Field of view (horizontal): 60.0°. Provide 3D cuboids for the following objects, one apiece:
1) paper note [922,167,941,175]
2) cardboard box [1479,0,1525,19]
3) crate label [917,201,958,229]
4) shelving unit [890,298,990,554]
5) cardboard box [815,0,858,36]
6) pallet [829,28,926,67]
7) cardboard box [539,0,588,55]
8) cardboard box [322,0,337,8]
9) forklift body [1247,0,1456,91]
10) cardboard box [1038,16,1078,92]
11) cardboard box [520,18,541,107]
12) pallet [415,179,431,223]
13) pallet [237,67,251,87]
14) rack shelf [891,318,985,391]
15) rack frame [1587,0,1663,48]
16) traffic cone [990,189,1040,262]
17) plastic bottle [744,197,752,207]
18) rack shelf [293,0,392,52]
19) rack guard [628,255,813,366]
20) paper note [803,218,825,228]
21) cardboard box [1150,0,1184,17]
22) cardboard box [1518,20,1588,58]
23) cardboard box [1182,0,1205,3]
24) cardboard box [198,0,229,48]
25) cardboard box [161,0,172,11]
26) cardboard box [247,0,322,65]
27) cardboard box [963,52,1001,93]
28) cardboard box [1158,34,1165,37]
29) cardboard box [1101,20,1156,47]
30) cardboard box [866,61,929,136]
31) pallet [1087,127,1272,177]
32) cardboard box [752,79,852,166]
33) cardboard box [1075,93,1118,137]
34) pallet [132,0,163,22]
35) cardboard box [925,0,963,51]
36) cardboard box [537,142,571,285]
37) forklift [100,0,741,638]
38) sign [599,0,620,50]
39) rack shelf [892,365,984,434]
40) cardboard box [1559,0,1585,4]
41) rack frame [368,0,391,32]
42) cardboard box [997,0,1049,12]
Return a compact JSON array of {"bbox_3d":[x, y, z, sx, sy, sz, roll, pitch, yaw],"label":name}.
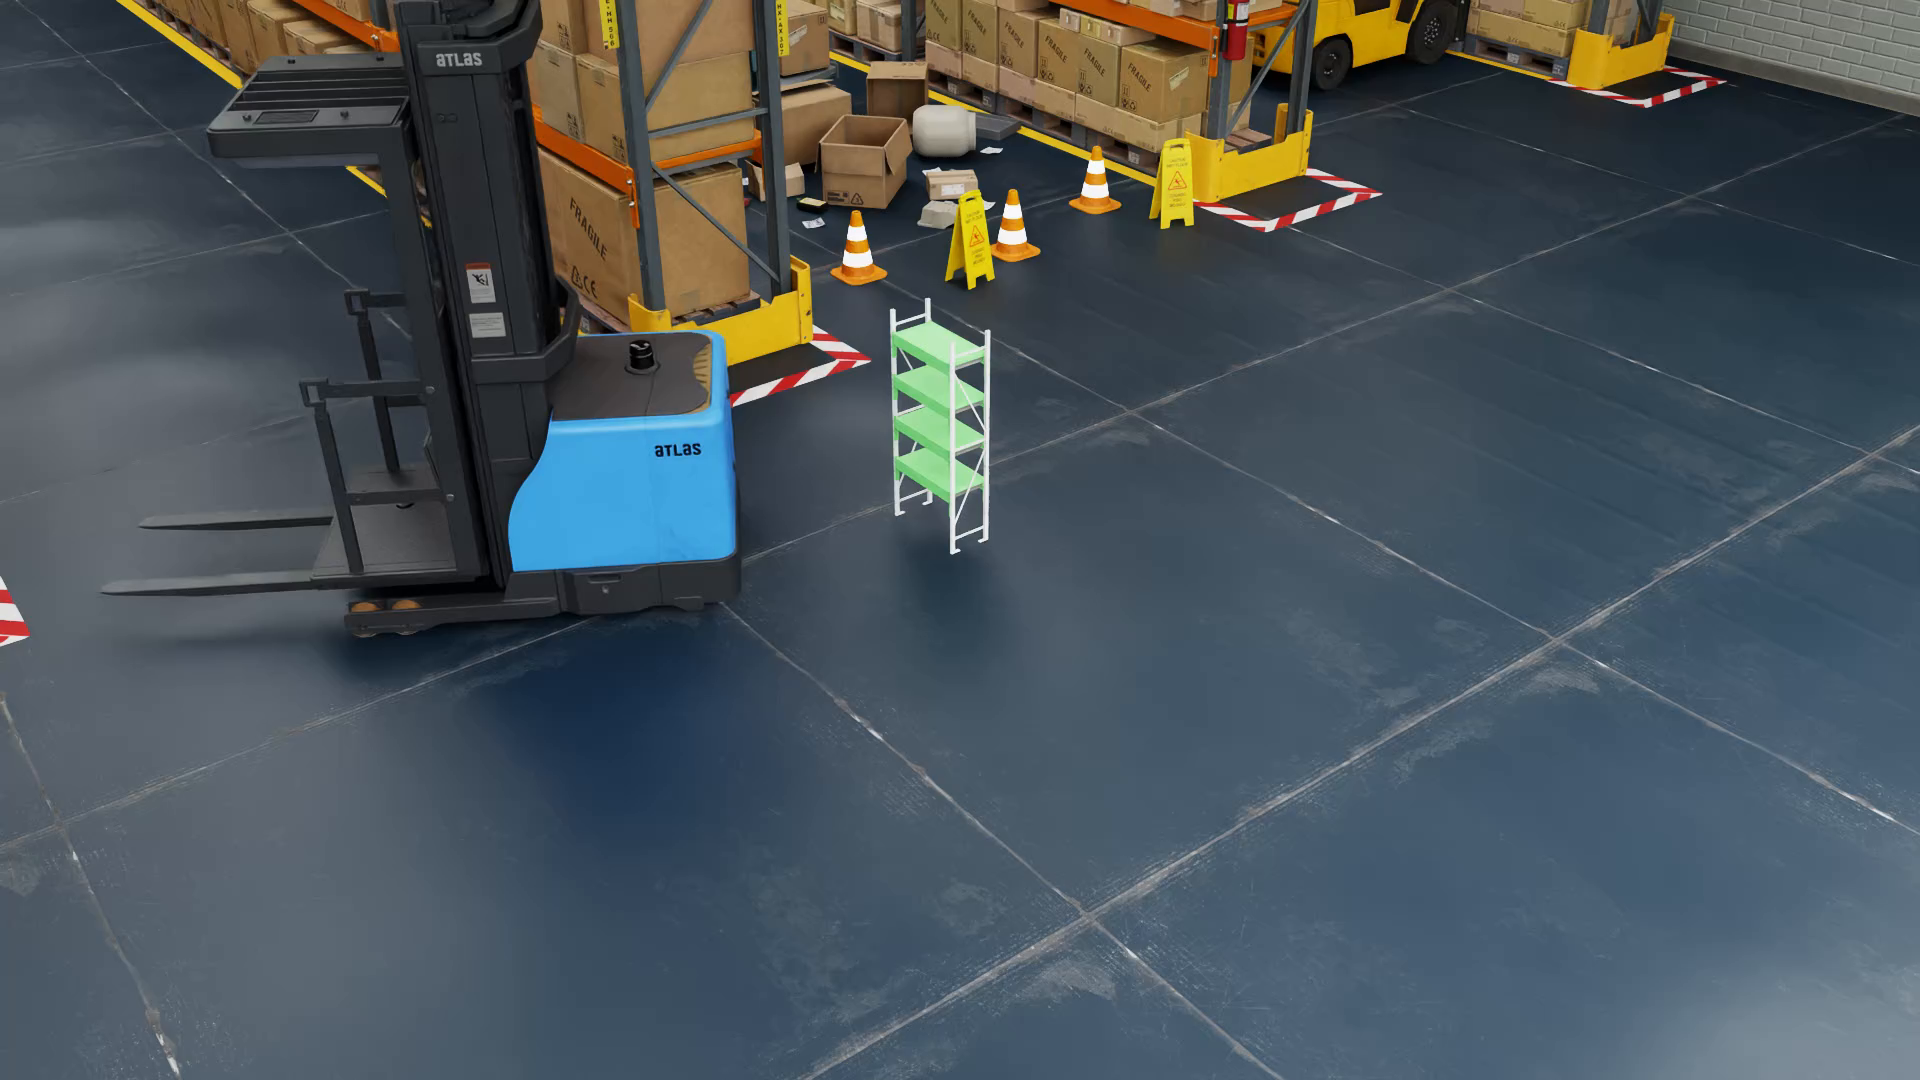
[{"bbox_3d":[-0.220,-3.007,13.573,0.148,0.019,0.142,-10,33,-15],"label":"paper note"},{"bbox_3d":[5.409,-5.265,16.118,0.500,0.250,0.500,-23,38,-32],"label":"cardboard box"},{"bbox_3d":[-0.147,-2.473,12.602,0.298,0.136,0.250,12,34,19],"label":"crate label"},{"bbox_3d":[-0.101,-0.579,8.545,0.258,1.200,0.503,-22,38,-31],"label":"shelving unit"},{"bbox_3d":[-0.885,-5.366,16.639,0.950,0.372,0.625,-20,37,-29],"label":"cardboard box"},{"bbox_3d":[-0.597,-4.927,16.482,1.003,0.211,1.213,-22,38,-31],"label":"pallet"},{"bbox_3d":[-2.120,-3.366,10.160,0.875,0.550,0.550,-22,38,-31],"label":"cardboard box"},{"bbox_3d":[-4.807,-4.528,13.102,0.500,0.500,0.500,-23,38,-32],"label":"cardboard box"},{"bbox_3d":[3.650,-5.567,15.675,2.313,2.155,1.214,-22,38,-31],"label":"forklift body"},{"bbox_3d":[1.011,-4.128,14.050,0.500,0.500,0.500,-23,39,-32],"label":"cardboard box"},{"bbox_3d":[-2.375,-3.177,10.879,0.875,0.550,0.550,-22,38,-31],"label":"cardboard box"},{"bbox_3d":[-3.562,-2.617,12.763,1.003,0.211,1.213,-22,38,-31],"label":"pallet"},{"bbox_3d":[-5.995,-4.273,15.430,1.003,0.211,1.213,-22,38,-31],"label":"pallet"},{"bbox_3d":[-0.101,-0.932,8.325,0.258,0.148,0.480,-22,38,-31],"label":"rack shelf"},{"bbox_3d":[6.254,-5.728,15.129,1.000,3.000,0.127,-22,38,-31],"label":"rack frame"},{"bbox_3d":[0.384,-2.304,12.020,0.336,0.463,0.334,-22,38,-31],"label":"traffic cone"},{"bbox_3d":[-1.738,-2.605,12.887,0.133,0.061,0.283,18,36,27],"label":"plastic bottle"},{"bbox_3d":[-5.193,-4.672,14.111,1.077,0.370,4.000,-22,38,-31],"label":"rack shelf"},{"bbox_3d":[-1.498,-1.405,10.538,1.175,0.500,0.348,-22,38,-31],"label":"rack guard"},{"bbox_3d":[-1.108,-2.400,12.587,0.144,0.017,0.142,-10,33,-15],"label":"paper note"},{"bbox_3d":[1.694,-4.170,12.859,0.380,0.149,0.250,-23,38,-32],"label":"cardboard box"},{"bbox_3d":[5.716,-4.832,15.895,0.500,0.250,0.500,-22,38,-31],"label":"cardboard box"},{"bbox_3d":[1.784,-4.426,12.657,0.500,0.500,0.500,-23,39,-32],"label":"cardboard box"},{"bbox_3d":[-7.029,-5.117,16.117,0.500,0.500,0.500,-22,38,-32],"label":"cardboard box"},{"bbox_3d":[-7.971,-5.767,17.163,0.500,0.500,0.500,-22,38,-31],"label":"cardboard box"},{"bbox_3d":[-5.578,-4.387,14.705,1.050,0.750,0.750,-22,38,-31],"label":"cardboard box"},{"bbox_3d":[0.367,-4.246,14.951,0.500,0.250,0.500,-20,37,-29],"label":"cardboard box"},{"bbox_3d":[1.720,-4.101,14.007,0.500,0.500,0.500,-24,39,-33],"label":"cardboard box"},{"bbox_3d":[1.360,-4.106,13.400,0.380,0.149,0.250,-21,38,-30],"label":"cardboard box"},{"bbox_3d":[-0.536,-3.840,14.456,0.500,0.500,0.500,1,32,2],"label":"cardboard box"},{"bbox_3d":[1.818,-3.317,13.891,1.003,0.211,1.213,-22,38,-31],"label":"pallet"},{"bbox_3d":[-1.322,-3.417,13.647,0.797,0.637,0.503,-22,38,-31],"label":"cardboard box"},{"bbox_3d":[1.315,-3.599,13.910,0.500,0.250,0.500,-22,38,-31],"label":"cardboard box"},{"bbox_3d":[-8.393,-5.969,18.161,1.003,0.211,1.213,-22,38,-31],"label":"pallet"},{"bbox_3d":[0.031,-4.783,15.105,0.500,0.500,0.500,-20,37,-29],"label":"cardboard box"},{"bbox_3d":[-2.522,-2.380,11.354,0.875,0.875,0.875,-23,39,-32],"label":"cardboard box"},{"bbox_3d":[-2.635,-1.071,7.697,3.031,2.935,1.130,-3,32,-6],"label":"forklift"},{"bbox_3d":[-1.950,-2.899,9.253,0.100,0.325,0.005,-22,38,-31],"label":"sign"},{"bbox_3d":[-0.101,-0.728,8.452,0.258,0.148,0.480,-22,38,-31],"label":"rack shelf"},{"bbox_3d":[5.725,-5.254,15.627,0.500,0.250,0.500,-21,37,-30],"label":"cardboard box"},{"bbox_3d":[-3.966,-4.144,12.579,1.000,3.000,0.127,-22,38,-31],"label":"rack frame"},{"bbox_3d":[0.544,-4.662,14.296,0.380,0.149,0.250,-20,37,-29],"label":"cardboard box"}]
